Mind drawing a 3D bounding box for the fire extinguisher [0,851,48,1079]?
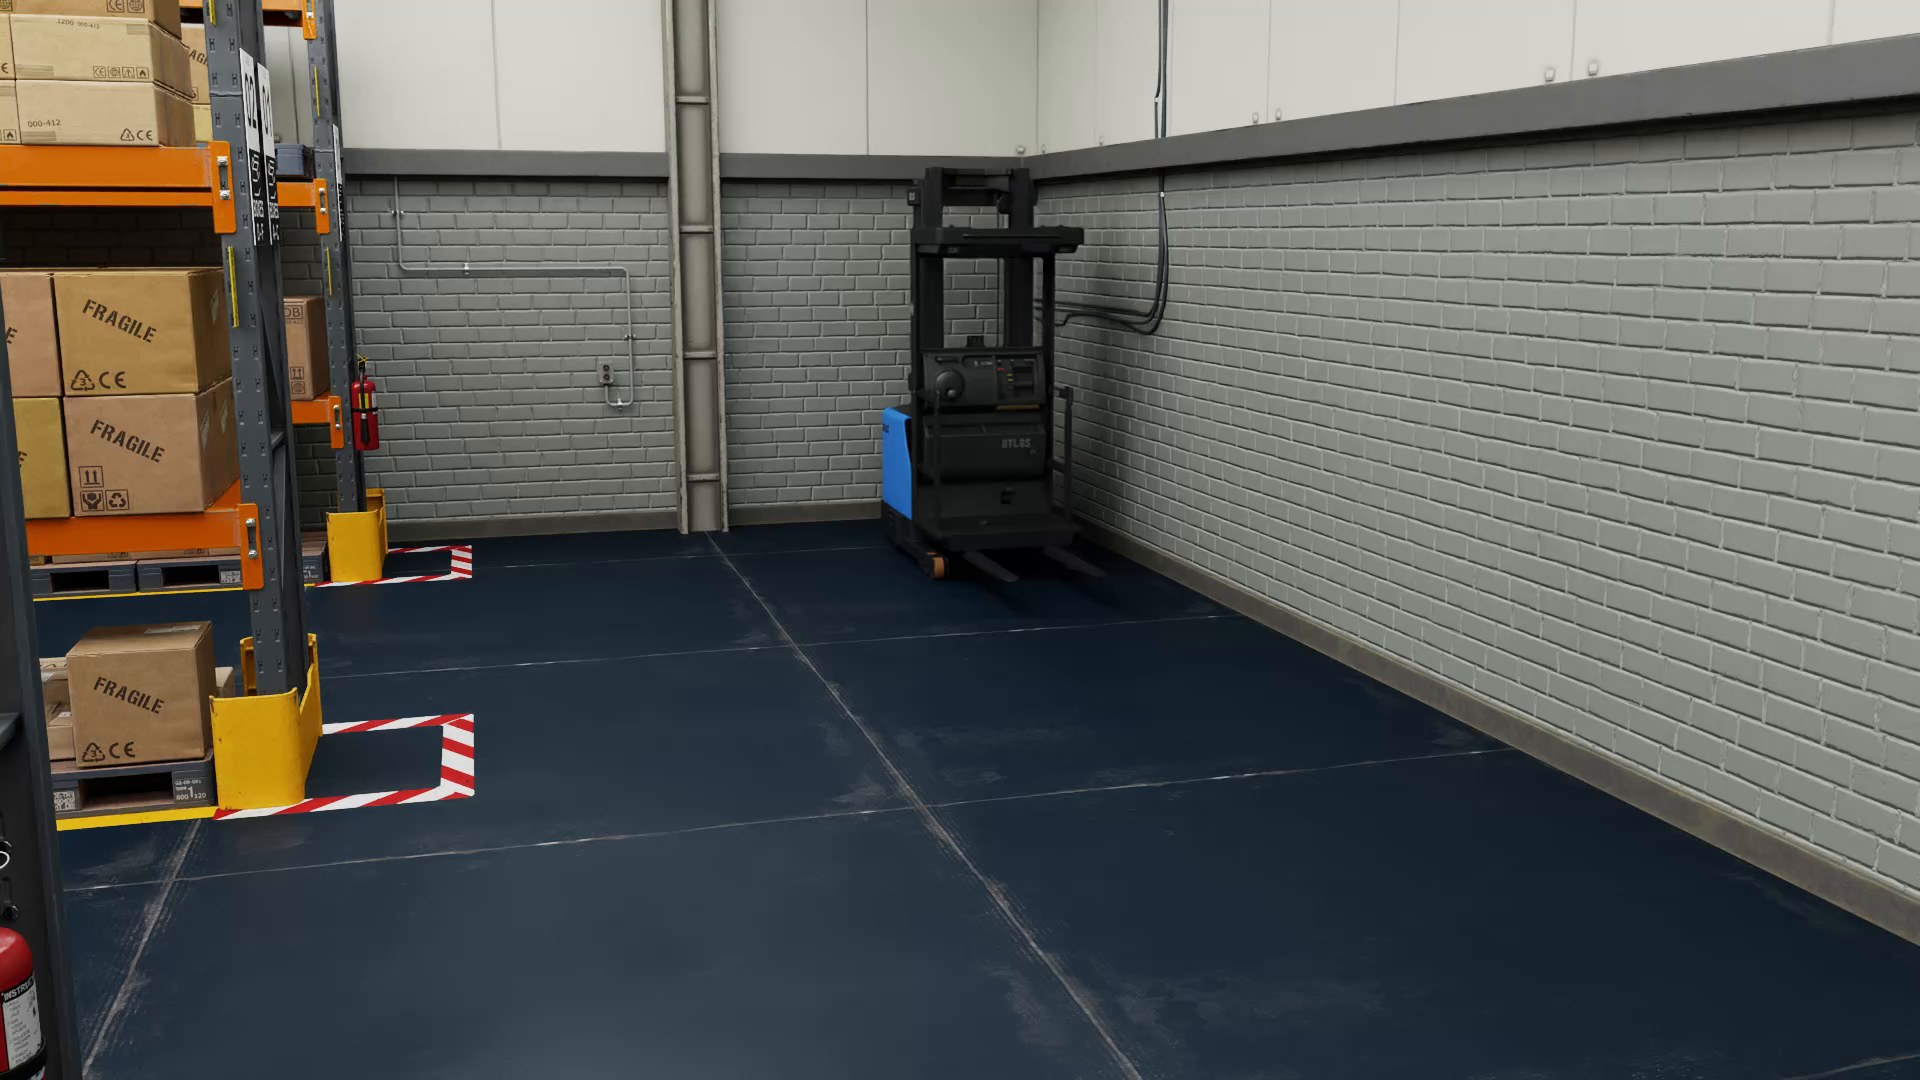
[{"bbox_3d":[-1.477,0.739,2.493,0.183,0.674,0.296,-3,11,-16],"label":"fire extinguisher"}]

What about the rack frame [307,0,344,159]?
[{"bbox_3d":[-4.518,-4.227,11.652,0.127,3.000,1.000,-3,11,-16],"label":"rack frame"}]

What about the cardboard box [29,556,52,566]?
[{"bbox_3d":[-6.635,-0.122,11.666,0.500,0.500,0.700,-3,11,-15],"label":"cardboard box"}]

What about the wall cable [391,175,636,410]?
[{"bbox_3d":[-3.553,-2.005,13.348,1.851,1.984,0.084,-3,11,-16],"label":"wall cable"}]

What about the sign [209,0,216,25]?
[{"bbox_3d":[-2.994,-2.229,6.637,0.005,0.325,0.100,-3,11,-16],"label":"sign"}]

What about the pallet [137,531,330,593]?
[{"bbox_3d":[-5.264,0.149,12.154,1.213,0.211,1.003,-3,11,-16],"label":"pallet"}]

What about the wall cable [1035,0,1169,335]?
[{"bbox_3d":[1.013,-2.924,13.150,0.112,2.526,3.097,-3,11,-16],"label":"wall cable"}]

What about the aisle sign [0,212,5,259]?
[{"bbox_3d":[-1.763,-0.888,2.905,0.004,0.787,0.394,-3,11,-16],"label":"aisle sign"}]

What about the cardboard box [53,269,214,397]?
[{"bbox_3d":[-3.480,-0.886,7.037,0.500,0.500,0.500,-3,11,-16],"label":"cardboard box"}]

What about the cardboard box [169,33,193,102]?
[{"bbox_3d":[-3.696,-2.082,7.320,0.500,0.250,0.500,-3,11,-16],"label":"cardboard box"}]

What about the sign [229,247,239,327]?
[{"bbox_3d":[-2.994,-1.043,6.855,0.005,0.325,0.100,-3,11,-16],"label":"sign"}]

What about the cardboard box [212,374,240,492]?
[{"bbox_3d":[-3.629,-0.488,7.636,0.500,0.500,0.500,-3,11,-15],"label":"cardboard box"}]

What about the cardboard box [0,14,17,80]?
[{"bbox_3d":[-4.032,-1.967,6.695,0.500,0.250,0.500,-3,11,-16],"label":"cardboard box"}]

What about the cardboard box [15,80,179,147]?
[{"bbox_3d":[-3.549,-1.745,6.870,0.500,0.250,0.500,-3,11,-16],"label":"cardboard box"}]

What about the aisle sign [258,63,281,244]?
[{"bbox_3d":[-3.146,-1.748,7.579,0.004,0.787,0.394,-3,11,-16],"label":"aisle sign"}]

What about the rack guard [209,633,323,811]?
[{"bbox_3d":[-3.203,0.818,7.724,0.348,0.500,1.175,-3,11,-16],"label":"rack guard"}]

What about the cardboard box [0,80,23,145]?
[{"bbox_3d":[-4.032,-1.722,6.743,0.500,0.250,0.500,-3,11,-16],"label":"cardboard box"}]

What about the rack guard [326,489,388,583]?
[{"bbox_3d":[-4.495,-0.048,12.428,0.348,0.500,1.175,-3,11,-16],"label":"rack guard"}]

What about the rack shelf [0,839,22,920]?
[{"bbox_3d":[-3.669,0.901,2.355,4.000,0.370,1.077,-3,11,-16],"label":"rack shelf"}]

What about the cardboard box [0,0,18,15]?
[{"bbox_3d":[-4.122,-2.392,6.933,0.500,0.500,0.700,-3,11,-16],"label":"cardboard box"}]

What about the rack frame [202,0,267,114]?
[{"bbox_3d":[-3.130,-3.366,6.975,0.127,3.000,1.000,-3,11,-16],"label":"rack frame"}]

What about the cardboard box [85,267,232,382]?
[{"bbox_3d":[-3.629,-0.980,7.546,0.500,0.500,0.500,-3,11,-14],"label":"cardboard box"}]

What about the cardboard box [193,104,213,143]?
[{"bbox_3d":[-5.147,-2.850,11.438,0.500,0.250,0.500,-3,11,-14],"label":"cardboard box"}]

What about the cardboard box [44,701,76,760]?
[{"bbox_3d":[-3.997,0.837,7.327,0.250,0.166,0.380,-3,11,-16],"label":"cardboard box"}]

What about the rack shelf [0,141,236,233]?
[{"bbox_3d":[-5.050,-1.436,6.762,4.000,0.370,1.077,-3,11,-16],"label":"rack shelf"}]

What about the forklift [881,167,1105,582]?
[{"bbox_3d":[0.240,-1.235,12.160,1.130,2.935,3.031,-3,11,-15],"label":"forklift"}]

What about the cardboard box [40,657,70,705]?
[{"bbox_3d":[-4.211,0.724,7.708,0.500,0.250,0.500,-3,11,-16],"label":"cardboard box"}]

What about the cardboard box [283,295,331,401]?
[{"bbox_3d":[-5.005,-1.396,12.018,0.700,0.700,0.980,-3,11,-13],"label":"cardboard box"}]

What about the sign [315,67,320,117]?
[{"bbox_3d":[-4.379,-3.053,11.334,0.005,0.325,0.100,-3,11,-16],"label":"sign"}]

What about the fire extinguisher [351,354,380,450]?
[{"bbox_3d":[-4.244,-0.982,11.841,0.183,0.674,0.296,-3,11,-16],"label":"fire extinguisher"}]

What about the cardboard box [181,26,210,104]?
[{"bbox_3d":[-5.144,-3.218,11.363,0.500,0.500,0.500,-3,11,-16],"label":"cardboard box"}]

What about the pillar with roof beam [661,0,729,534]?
[{"bbox_3d":[-0.964,-3.765,9.146,0.400,9.000,9.100,-3,11,-16],"label":"pillar with roof beam"}]

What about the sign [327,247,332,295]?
[{"bbox_3d":[-4.379,-1.867,11.552,0.005,0.325,0.100,-3,11,-16],"label":"sign"}]

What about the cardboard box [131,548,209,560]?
[{"bbox_3d":[-5.642,-0.175,11.959,0.500,0.500,0.700,-3,11,-16],"label":"cardboard box"}]

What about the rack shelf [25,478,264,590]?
[{"bbox_3d":[-5.050,0.040,7.034,4.000,0.370,1.077,-3,11,-16],"label":"rack shelf"}]

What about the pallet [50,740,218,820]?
[{"bbox_3d":[-3.968,1.000,7.530,1.213,0.211,1.003,-3,11,-16],"label":"pallet"}]

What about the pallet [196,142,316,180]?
[{"bbox_3d":[-5.227,-2.669,11.718,1.213,0.211,1.003,-3,11,-16],"label":"pallet"}]

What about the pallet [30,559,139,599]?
[{"bbox_3d":[-6.433,0.210,11.822,1.213,0.211,1.003,-3,11,-16],"label":"pallet"}]

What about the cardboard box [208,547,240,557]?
[{"bbox_3d":[-5.162,-0.201,12.096,0.500,0.500,0.700,-3,11,-16],"label":"cardboard box"}]

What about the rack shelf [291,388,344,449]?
[{"bbox_3d":[-6.438,-0.821,11.710,4.000,0.370,1.077,-3,11,-16],"label":"rack shelf"}]

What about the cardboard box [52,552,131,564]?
[{"bbox_3d":[-6.125,-0.150,11.820,0.500,0.500,0.700,-3,11,-18],"label":"cardboard box"}]

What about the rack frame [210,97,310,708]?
[{"bbox_3d":[-3.130,-0.415,7.518,0.127,3.000,1.000,-3,11,-16],"label":"rack frame"}]

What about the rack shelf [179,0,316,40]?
[{"bbox_3d":[-6.438,-3.575,11.203,4.000,0.370,1.077,-3,11,-16],"label":"rack shelf"}]

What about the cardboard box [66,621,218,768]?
[{"bbox_3d":[-3.583,0.668,7.323,0.500,0.500,0.500,-3,11,-16],"label":"cardboard box"}]

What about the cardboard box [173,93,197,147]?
[{"bbox_3d":[-3.694,-1.835,7.359,0.500,0.250,0.500,-3,11,-16],"label":"cardboard box"}]

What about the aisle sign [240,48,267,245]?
[{"bbox_3d":[-2.978,-1.644,7.012,0.004,0.787,0.394,-3,11,-16],"label":"aisle sign"}]

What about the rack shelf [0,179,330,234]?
[{"bbox_3d":[-6.438,-2.297,11.439,4.000,0.370,1.077,-3,11,-16],"label":"rack shelf"}]

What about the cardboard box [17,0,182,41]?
[{"bbox_3d":[-3.618,-2.403,6.991,0.500,0.500,0.700,-3,11,-16],"label":"cardboard box"}]

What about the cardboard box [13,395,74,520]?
[{"bbox_3d":[-3.981,-0.368,6.983,0.500,0.500,0.500,-3,11,-15],"label":"cardboard box"}]

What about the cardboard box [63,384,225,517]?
[{"bbox_3d":[-3.484,-0.395,7.129,0.500,0.500,0.500,-3,11,-14],"label":"cardboard box"}]

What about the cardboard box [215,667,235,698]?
[{"bbox_3d":[-3.628,0.732,7.946,0.250,0.149,0.380,-3,11,-16],"label":"cardboard box"}]

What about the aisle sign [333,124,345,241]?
[{"bbox_3d":[-4.365,-2.506,11.696,0.004,0.787,0.394,-3,11,-16],"label":"aisle sign"}]

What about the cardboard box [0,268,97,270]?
[{"bbox_3d":[-4.129,-0.952,7.395,0.500,0.500,0.500,-3,11,-15],"label":"cardboard box"}]

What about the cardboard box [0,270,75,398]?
[{"bbox_3d":[-3.965,-0.860,6.897,0.500,0.500,0.500,-3,11,-14],"label":"cardboard box"}]

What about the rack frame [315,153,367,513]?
[{"bbox_3d":[-4.518,-1.276,12.195,0.127,3.000,1.000,-3,11,-16],"label":"rack frame"}]

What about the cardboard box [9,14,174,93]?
[{"bbox_3d":[-3.552,-1.992,6.833,0.500,0.250,0.500,-3,11,-16],"label":"cardboard box"}]
